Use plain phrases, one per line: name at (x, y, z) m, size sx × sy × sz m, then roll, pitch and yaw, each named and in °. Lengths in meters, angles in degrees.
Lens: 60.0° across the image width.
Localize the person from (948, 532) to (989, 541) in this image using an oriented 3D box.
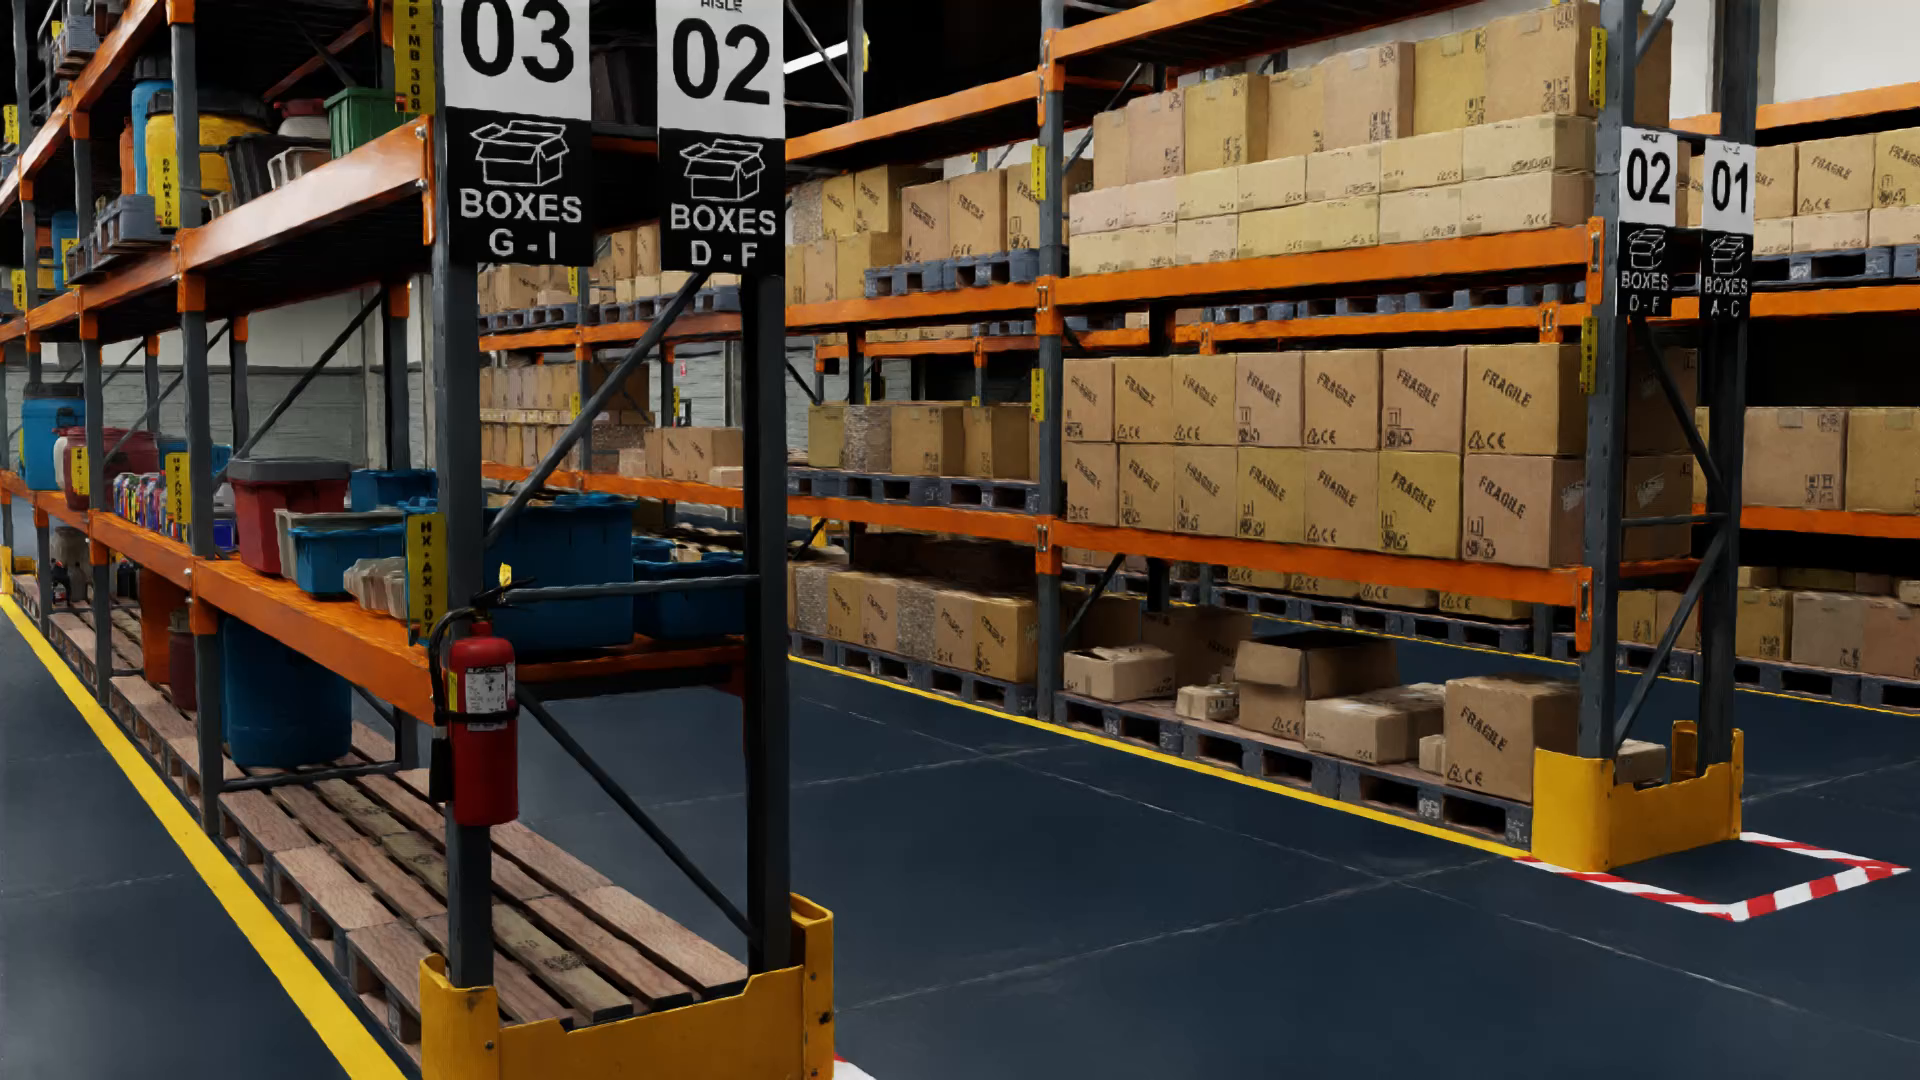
person at (0.089, -0.064, 15.305) m, size 0.423 × 1.684 × 0.541 m, roll -1°, pitch 5°, yaw -6°
